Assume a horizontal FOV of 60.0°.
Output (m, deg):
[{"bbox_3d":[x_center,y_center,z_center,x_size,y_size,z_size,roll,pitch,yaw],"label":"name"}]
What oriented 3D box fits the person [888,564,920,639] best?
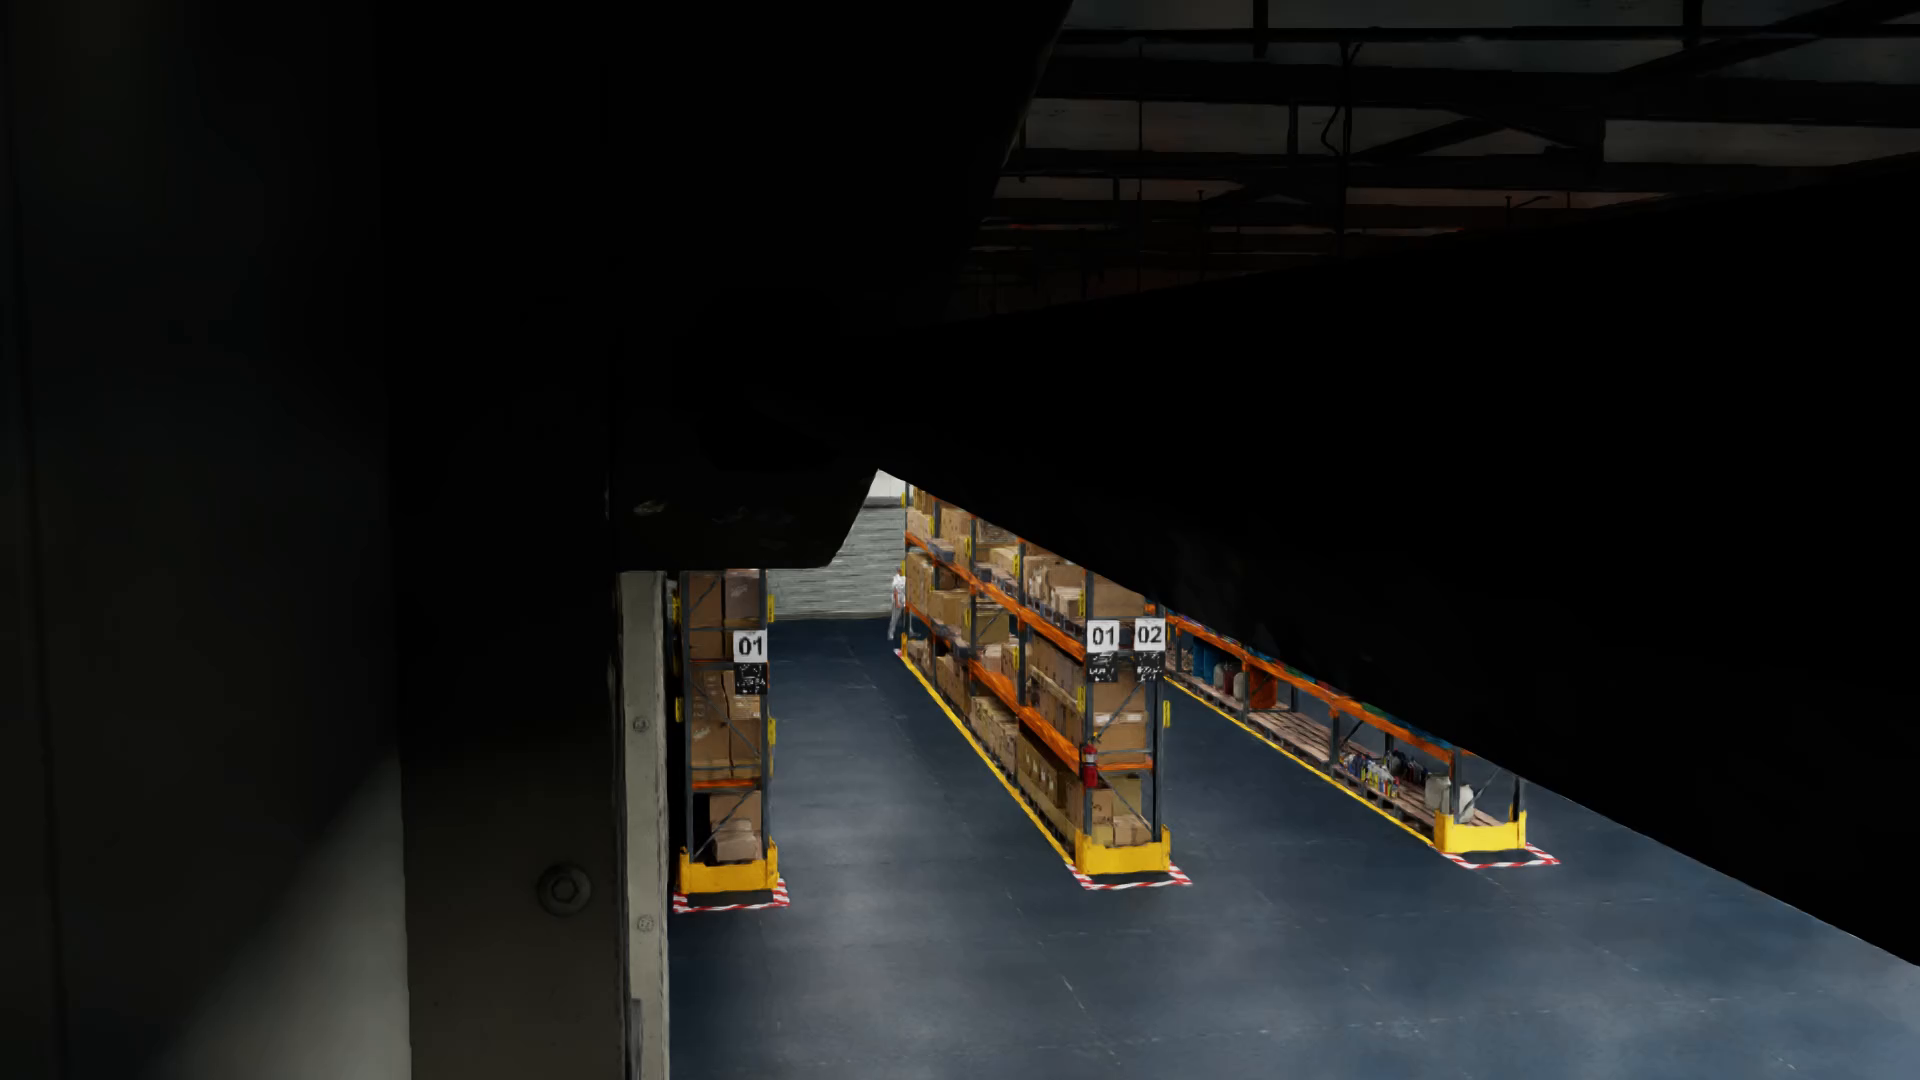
[{"bbox_3d":[-1.353,1.426,38.846,0.585,1.741,0.769,3,7,27],"label":"person"}]
